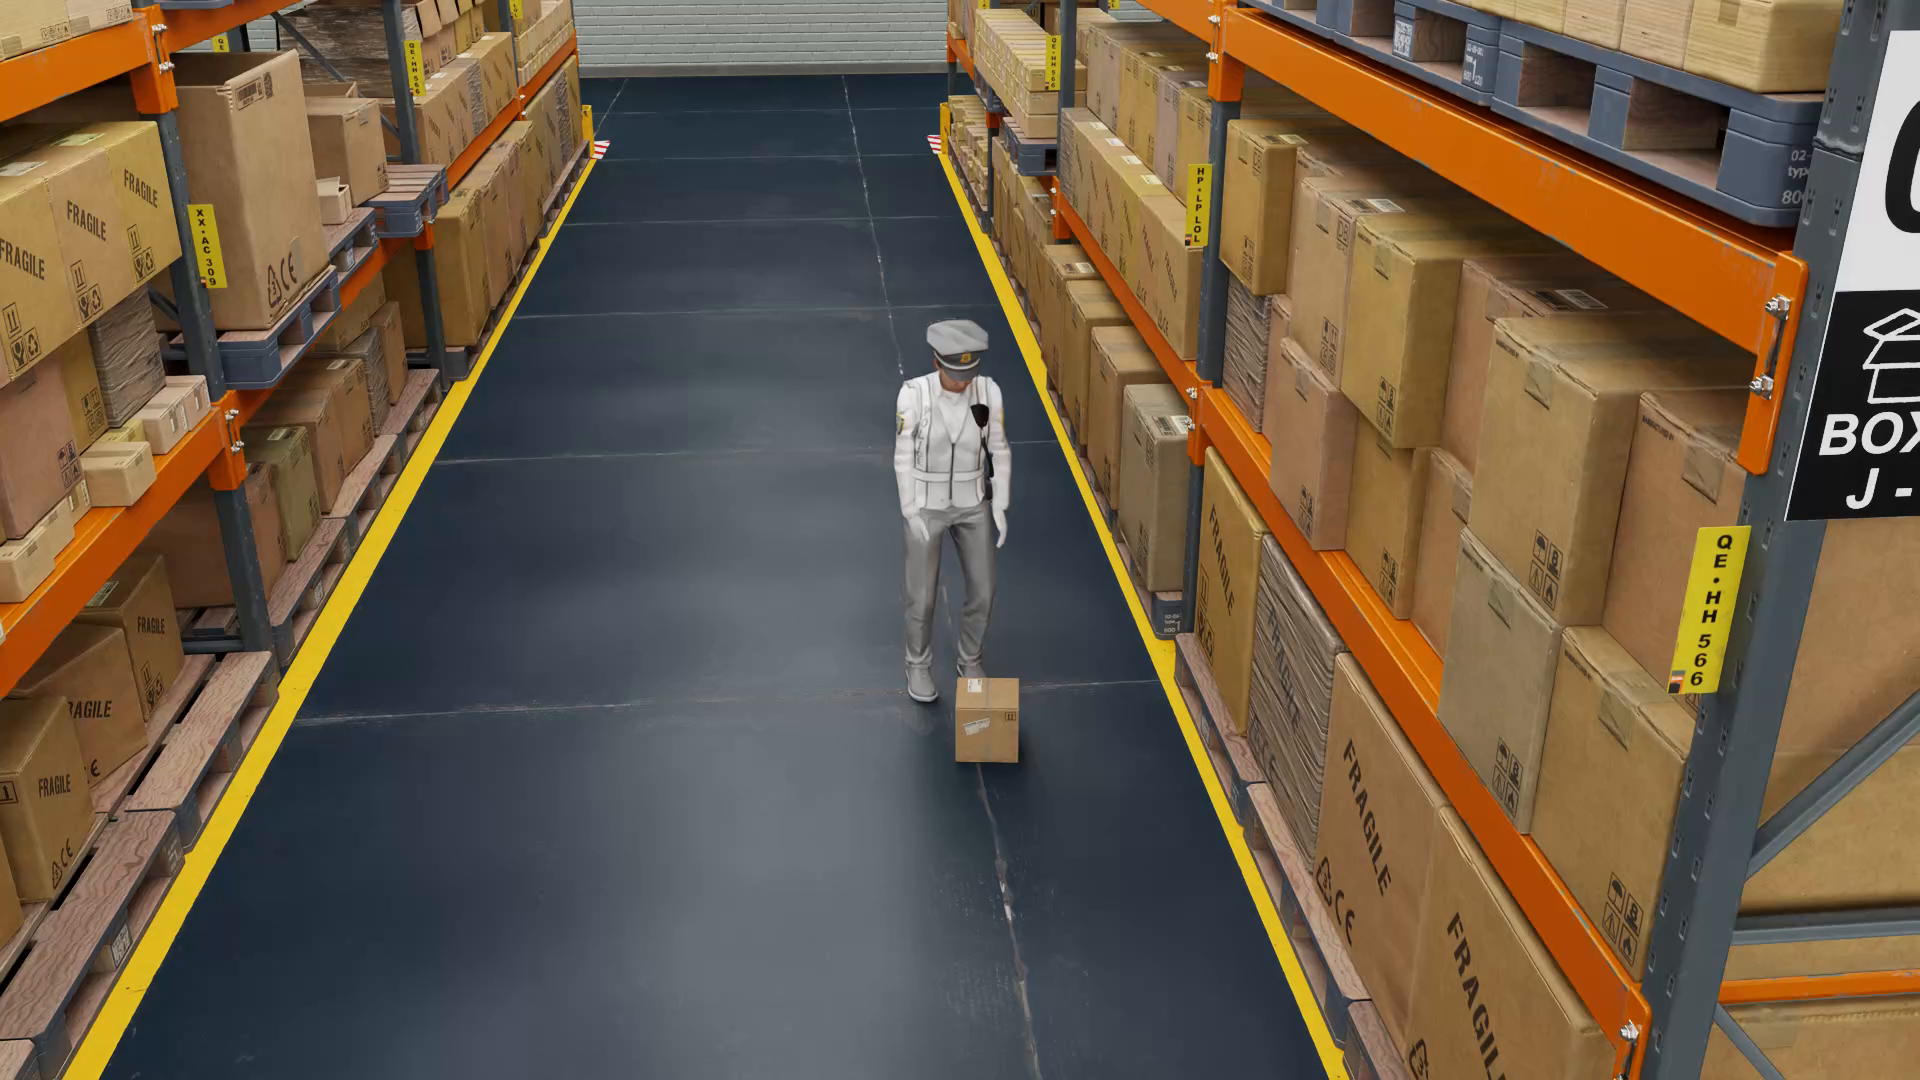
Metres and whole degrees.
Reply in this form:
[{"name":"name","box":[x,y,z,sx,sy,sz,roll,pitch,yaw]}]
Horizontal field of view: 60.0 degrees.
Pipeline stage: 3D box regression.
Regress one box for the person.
[{"name":"person","box":[-0.025,-0.113,6.899,0.492,1.641,0.412,-5,24,-10]}]
